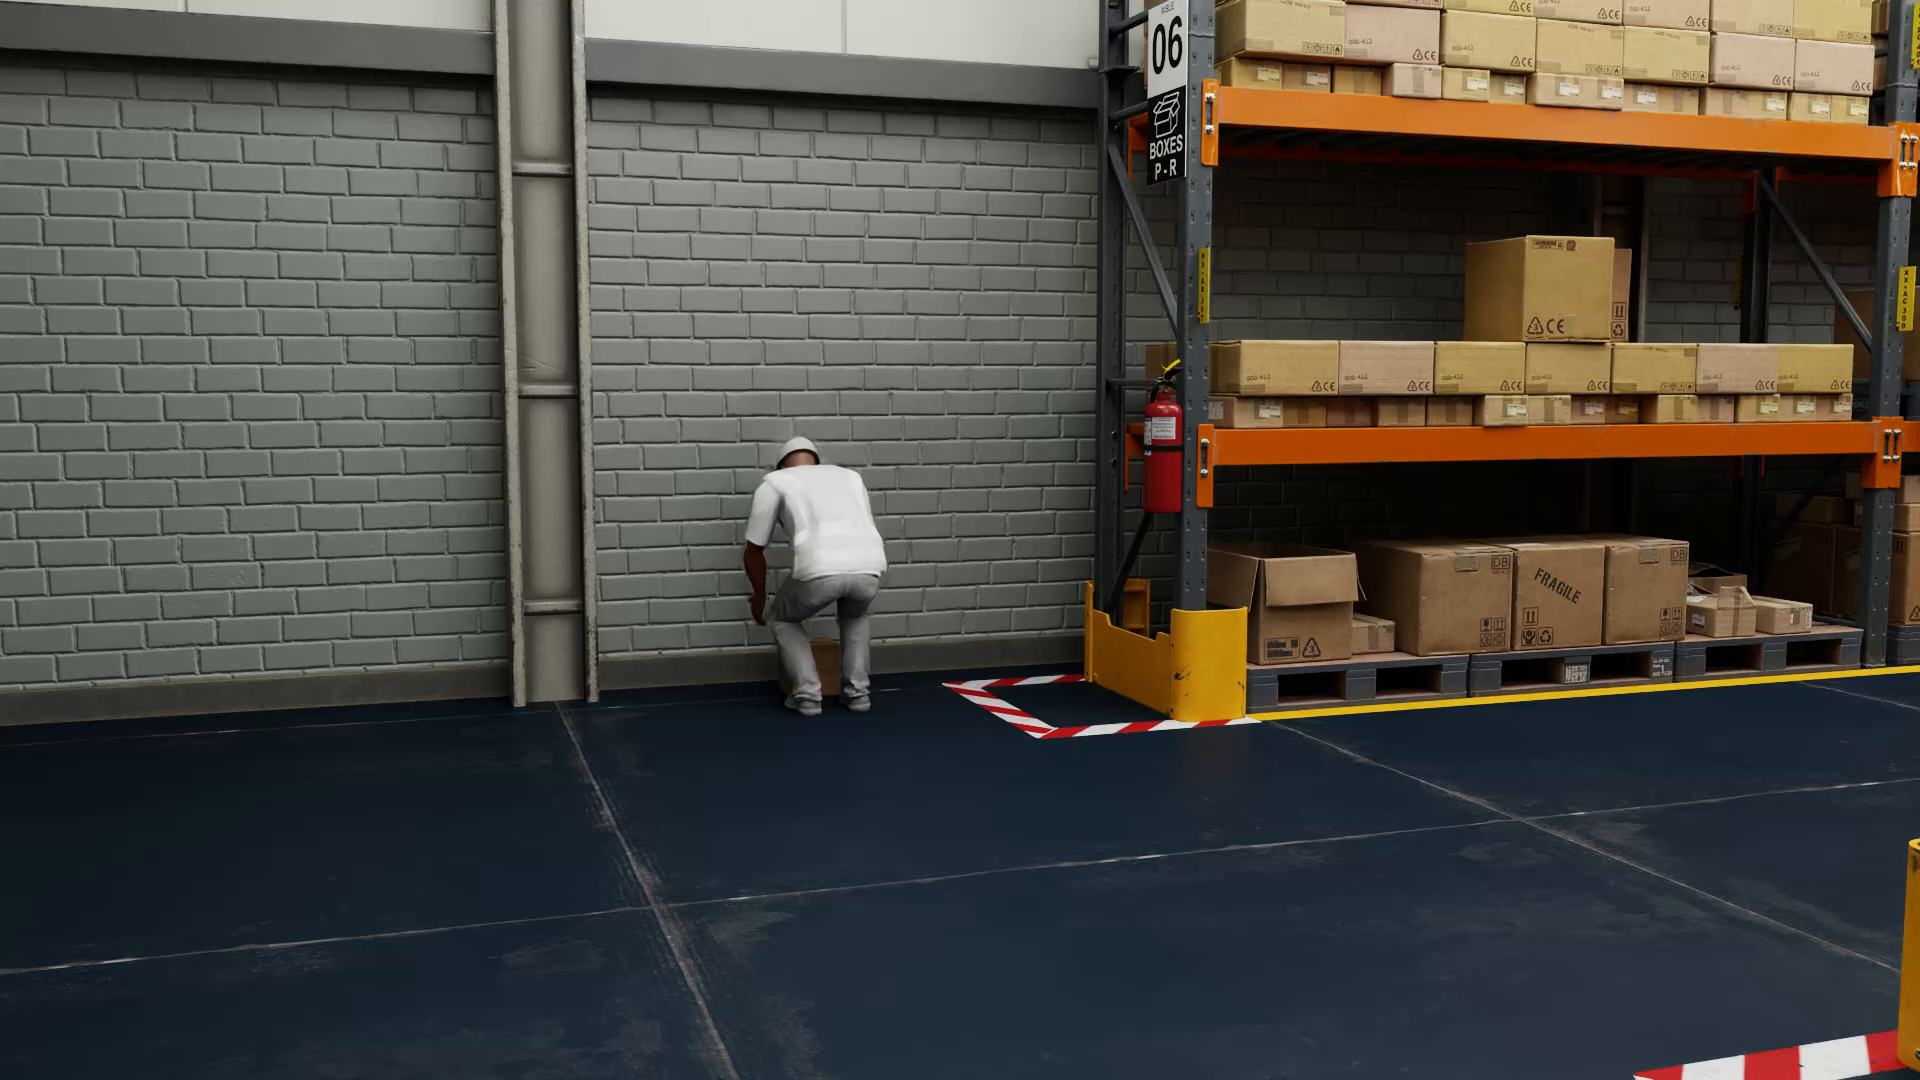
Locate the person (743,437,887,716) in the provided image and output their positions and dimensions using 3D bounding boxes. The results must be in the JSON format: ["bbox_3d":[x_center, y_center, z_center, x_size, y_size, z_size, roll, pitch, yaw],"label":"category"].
[{"bbox_3d":[-0.669,0.157,7.730,0.625,1.253,0.828,-2,6,-19],"label":"person"}]
